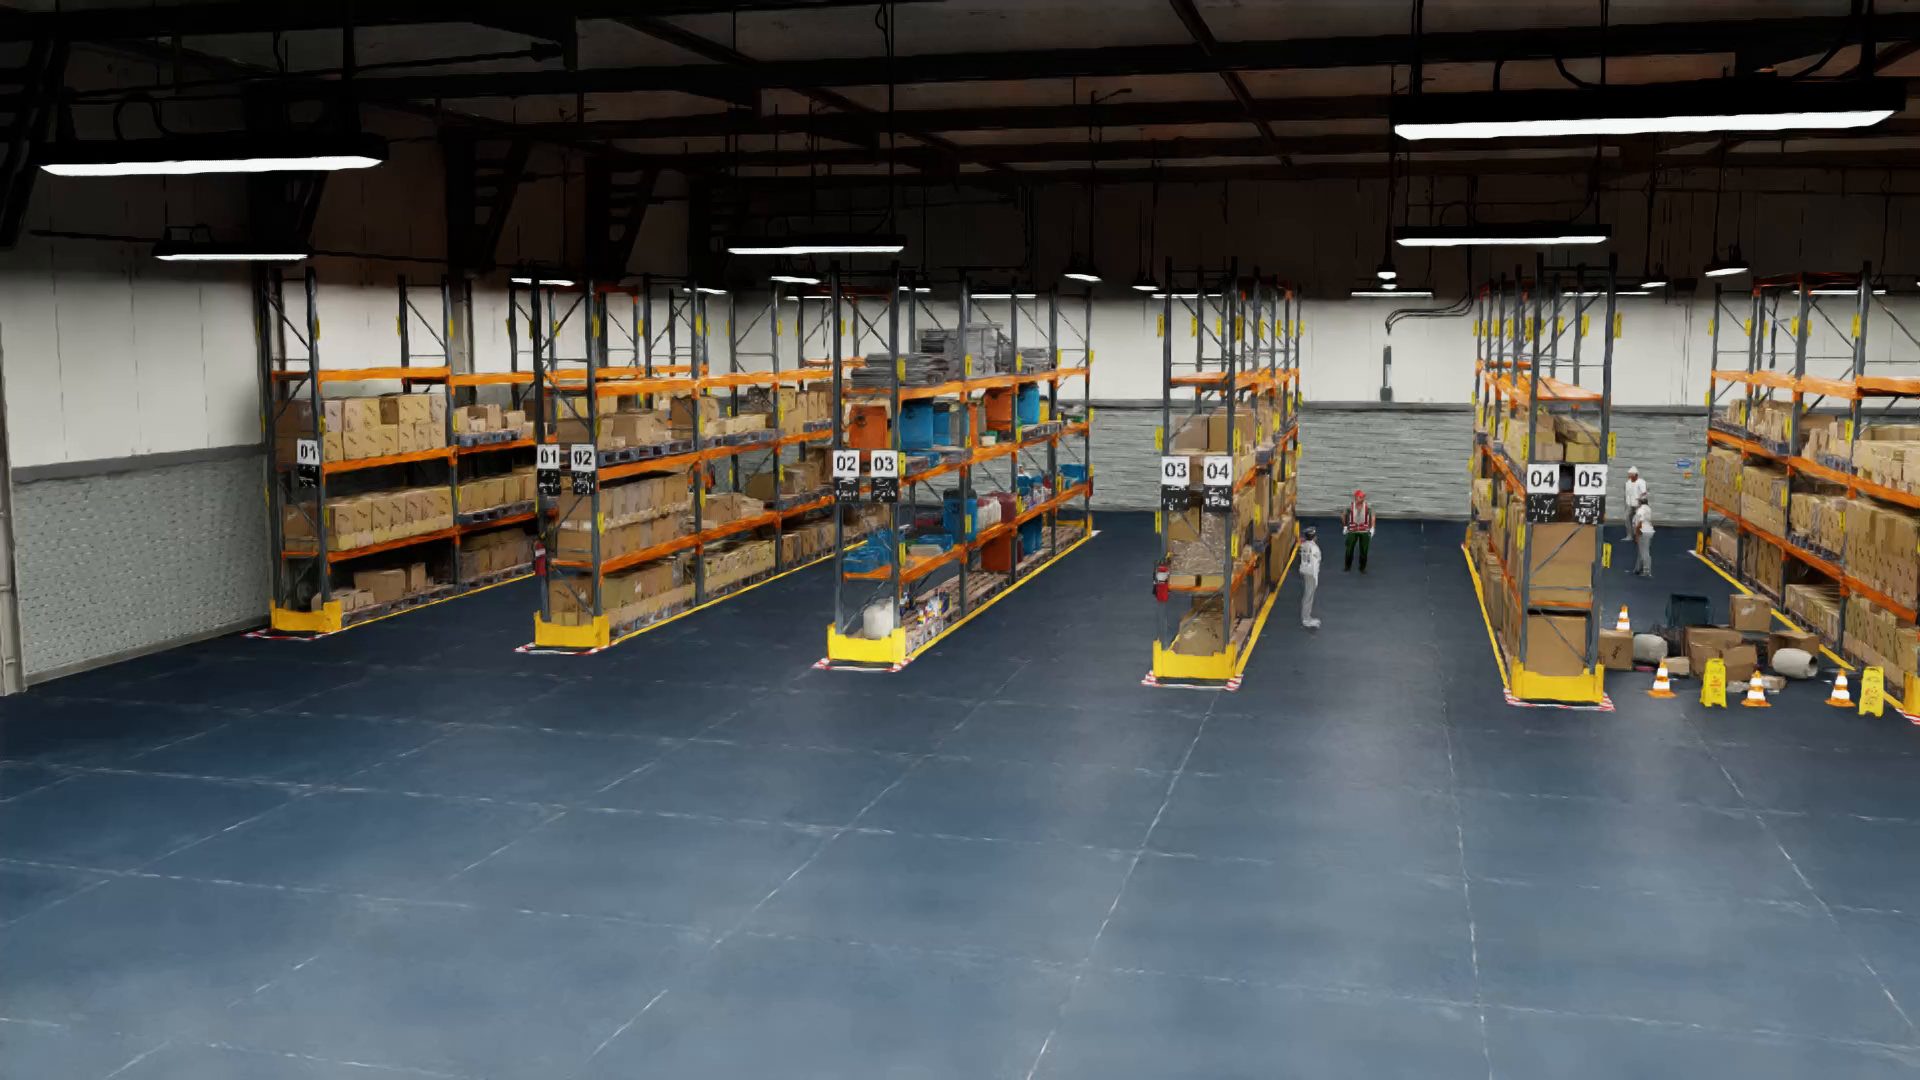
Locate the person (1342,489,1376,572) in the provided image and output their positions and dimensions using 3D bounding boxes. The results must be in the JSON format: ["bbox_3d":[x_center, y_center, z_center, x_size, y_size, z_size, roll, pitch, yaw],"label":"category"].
[{"bbox_3d":[8.186,-0.184,34.178,0.677,1.742,0.551,2,7,14],"label":"person"}]

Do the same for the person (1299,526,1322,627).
[{"bbox_3d":[5.935,0.606,28.075,0.420,1.677,0.534,-2,7,-13],"label":"person"}]

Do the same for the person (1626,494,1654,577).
[{"bbox_3d":[13.812,-0.104,33.717,0.564,1.655,0.595,5,9,36],"label":"person"}]

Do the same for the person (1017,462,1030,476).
[{"bbox_3d":[1.588,-1.220,42.698,0.495,1.589,1.086,2,8,17],"label":"person"}]

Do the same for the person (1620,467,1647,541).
[{"bbox_3d":[15.978,-0.847,39.333,0.595,1.757,0.595,-4,8,-29],"label":"person"}]
